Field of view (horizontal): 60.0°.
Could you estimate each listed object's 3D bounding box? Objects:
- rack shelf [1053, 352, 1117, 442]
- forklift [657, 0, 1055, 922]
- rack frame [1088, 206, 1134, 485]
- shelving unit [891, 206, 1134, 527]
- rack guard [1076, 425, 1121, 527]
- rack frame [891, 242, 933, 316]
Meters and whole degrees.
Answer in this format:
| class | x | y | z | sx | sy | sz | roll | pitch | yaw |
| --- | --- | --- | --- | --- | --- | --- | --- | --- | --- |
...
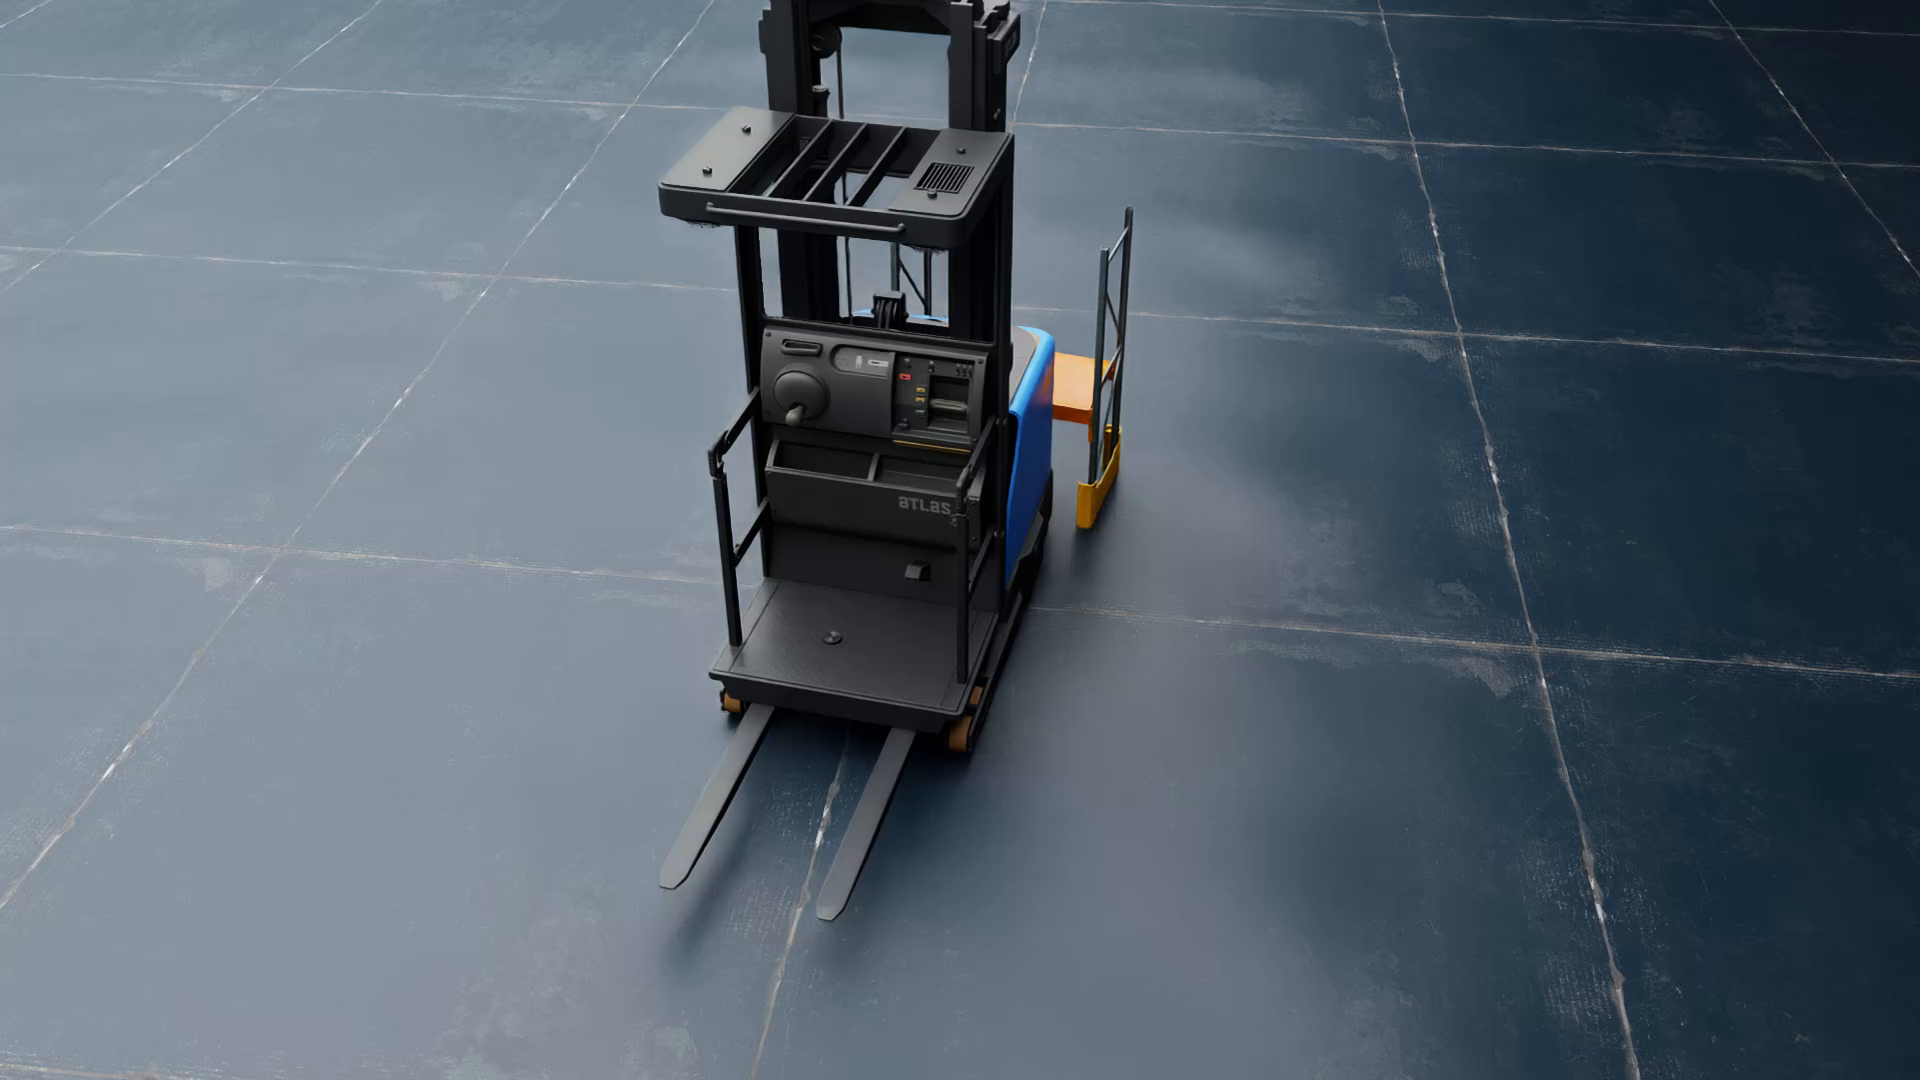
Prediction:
| class | x | y | z | sx | sy | sz | roll | pitch | yaw |
| --- | --- | --- | --- | --- | --- | --- | --- | --- | --- |
| rack shelf | 0.248 | -0.784 | 8.367 | 1.000 | 0.185 | 0.538 | 11 | 37 | 15 |
| forklift | -0.403 | -0.546 | 6.492 | 1.130 | 2.935 | 3.031 | 8 | 36 | 12 |
| rack frame | 0.729 | -0.836 | 8.130 | 0.032 | 1.500 | 0.500 | 11 | 37 | 15 |
| shelving unit | 0.239 | -0.932 | 8.265 | 1.083 | 1.500 | 0.587 | 11 | 37 | 15 |
| rack guard | 0.711 | -0.331 | 8.499 | 0.087 | 0.250 | 0.587 | 11 | 37 | 15 |
| rack frame | -0.234 | -1.025 | 8.395 | 0.032 | 1.500 | 0.500 | 11 | 37 | 15 |
